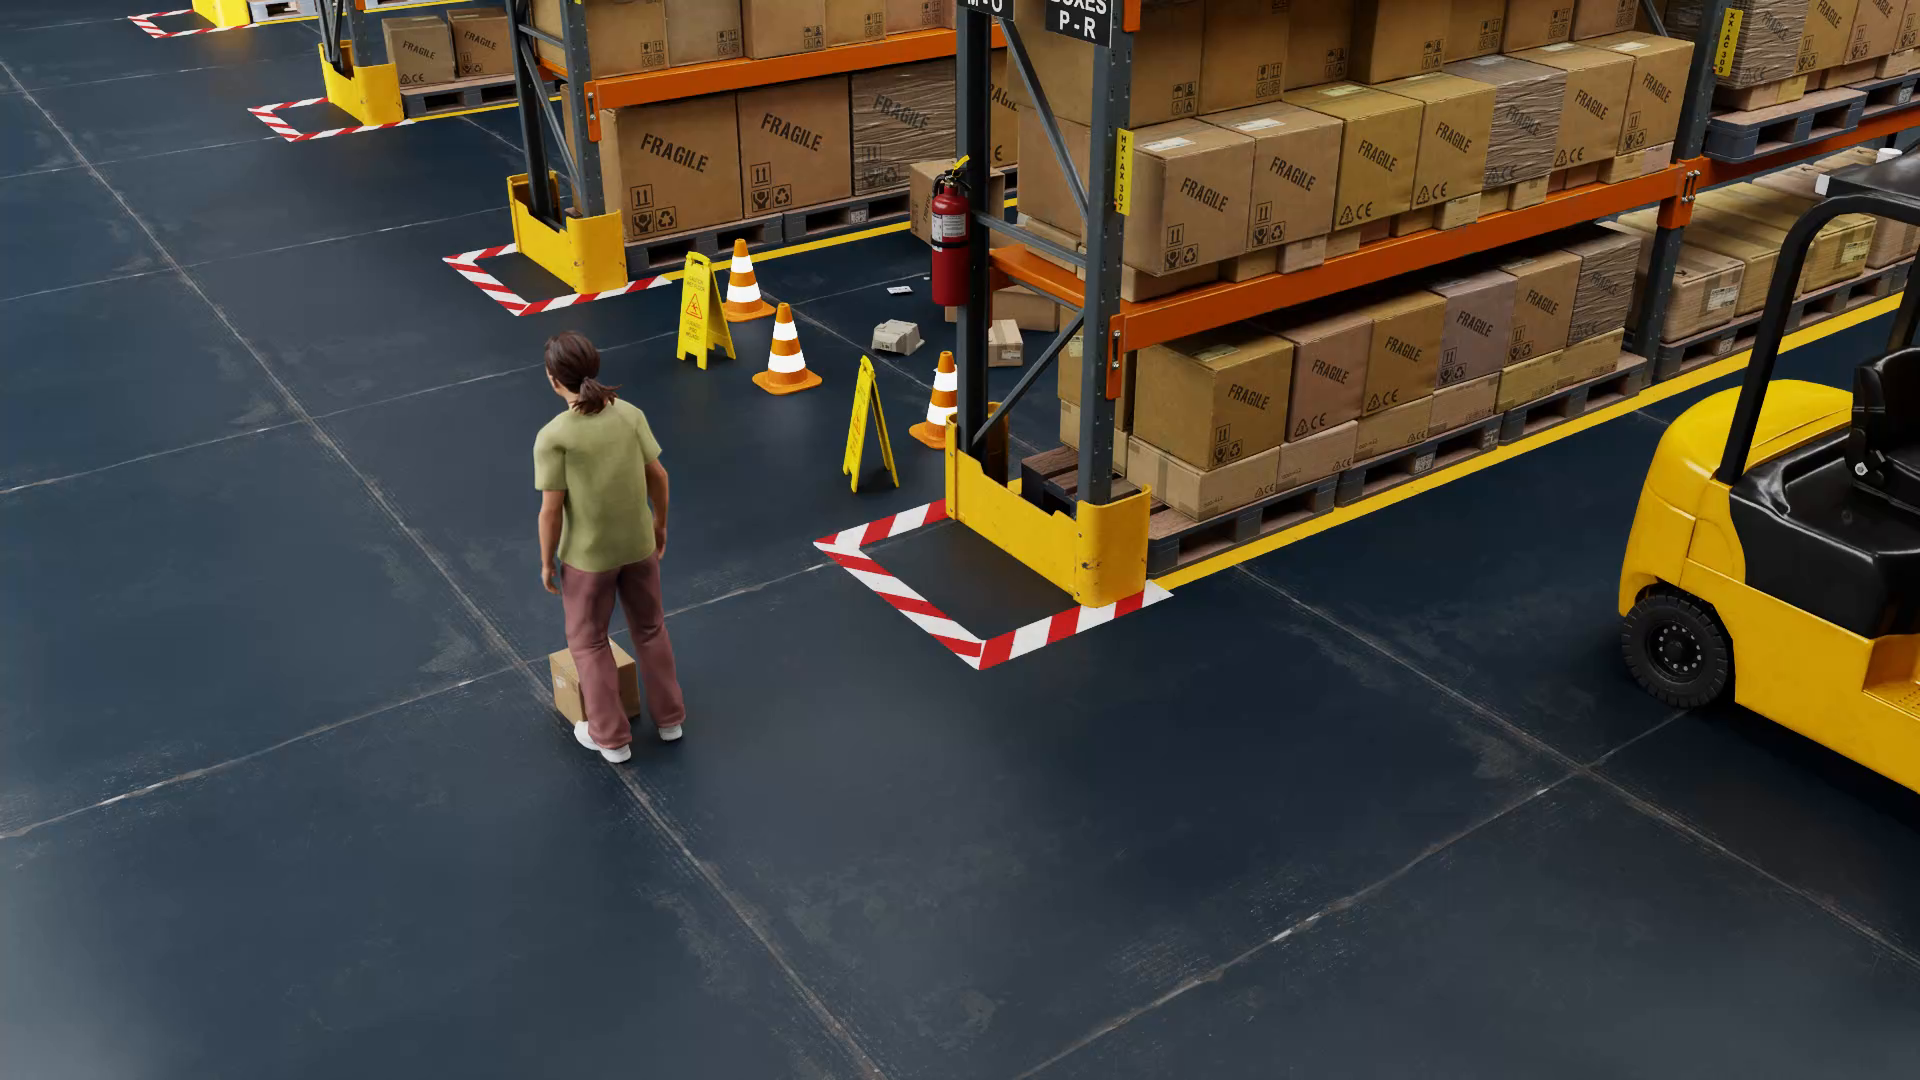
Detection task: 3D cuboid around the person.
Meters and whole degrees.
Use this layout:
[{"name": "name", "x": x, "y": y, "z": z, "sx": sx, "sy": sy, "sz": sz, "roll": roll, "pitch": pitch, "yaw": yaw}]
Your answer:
[{"name": "person", "x": -1.293, "y": 0.142, "z": 6.111, "sx": 0.508, "sy": 1.437, "sz": 0.336, "roll": -20, "pitch": 34, "yaw": -32}]
